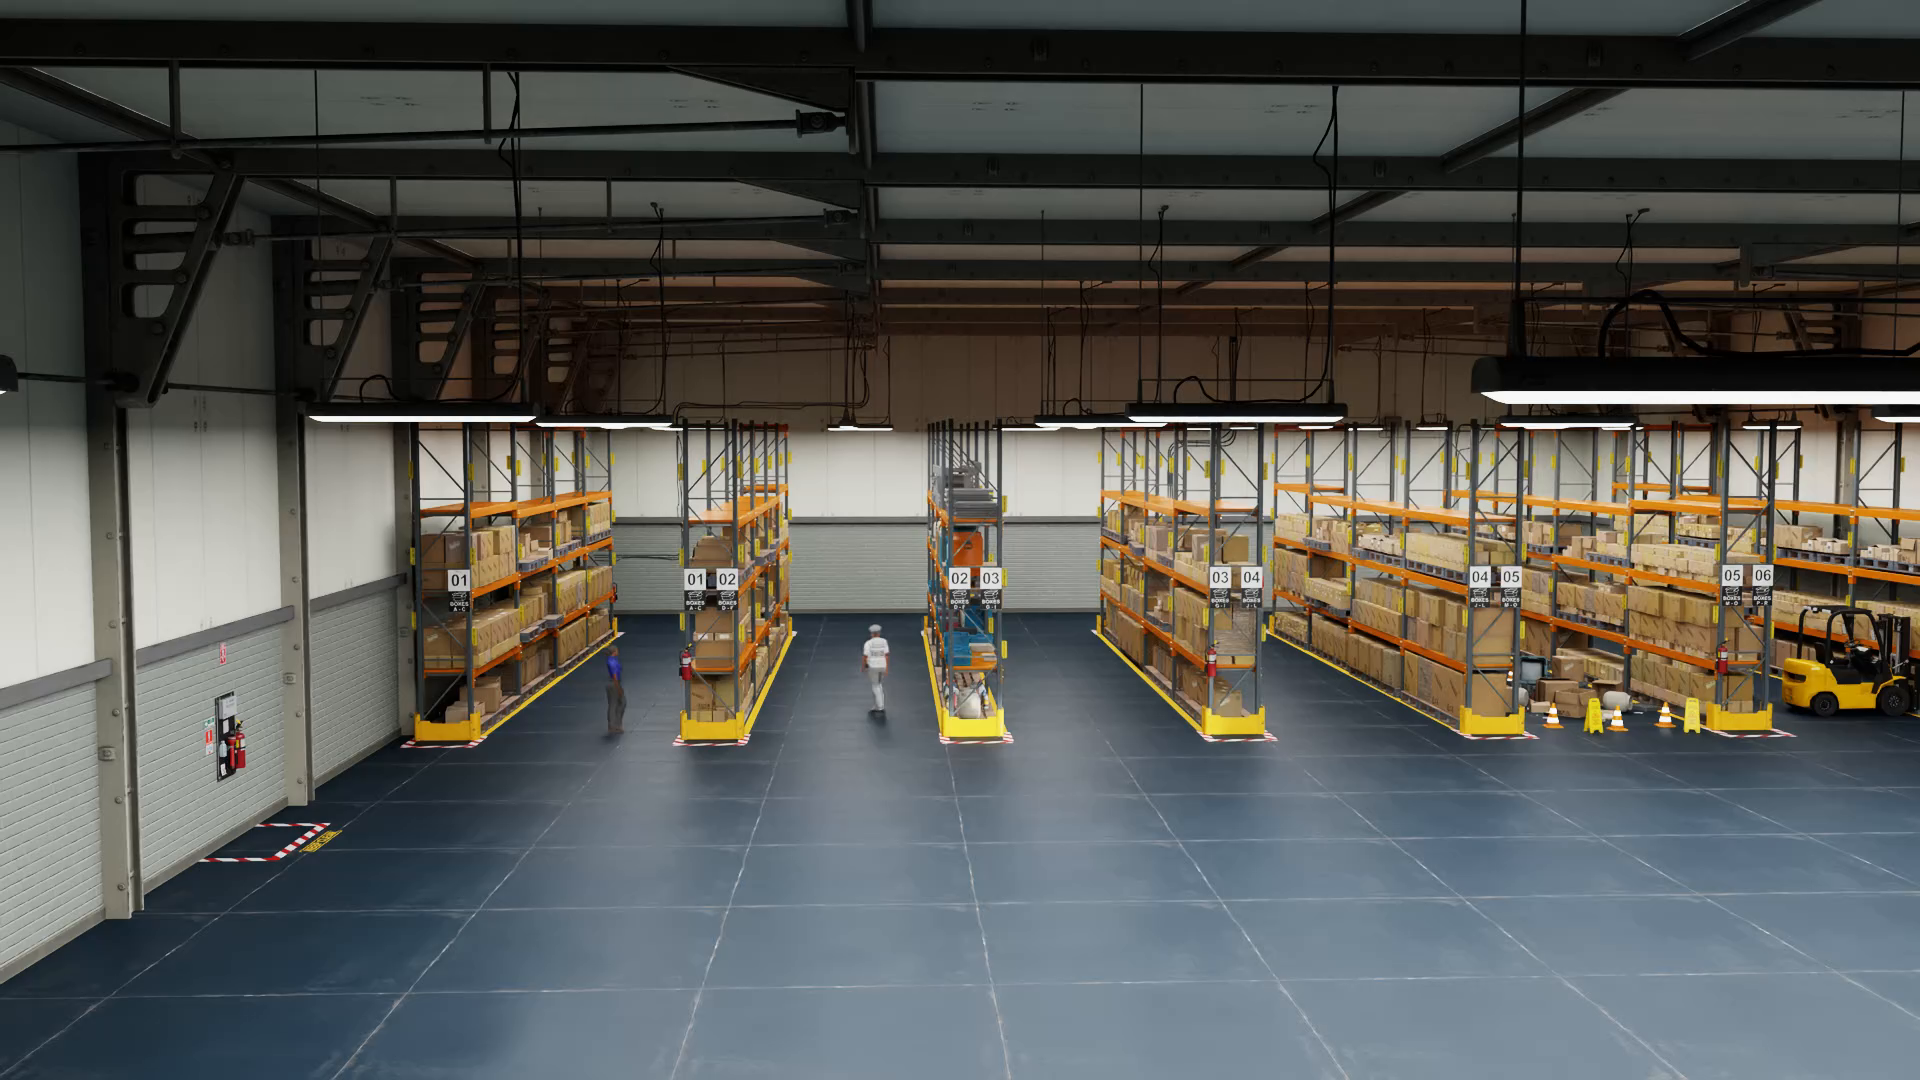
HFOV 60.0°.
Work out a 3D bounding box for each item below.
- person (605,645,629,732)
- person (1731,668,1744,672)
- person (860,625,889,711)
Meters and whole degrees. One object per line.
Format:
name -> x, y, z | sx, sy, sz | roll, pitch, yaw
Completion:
person -> -6.609, 2.872, 31.976 | 0.383, 1.719, 0.451 | 0, 4, 5
person -> 17.048, 2.574, 36.408 | 0.498, 1.655, 0.395 | -3, 4, -35
person -> -1.755, 2.674, 34.325 | 0.594, 1.844, 0.599 | 3, 5, 41
